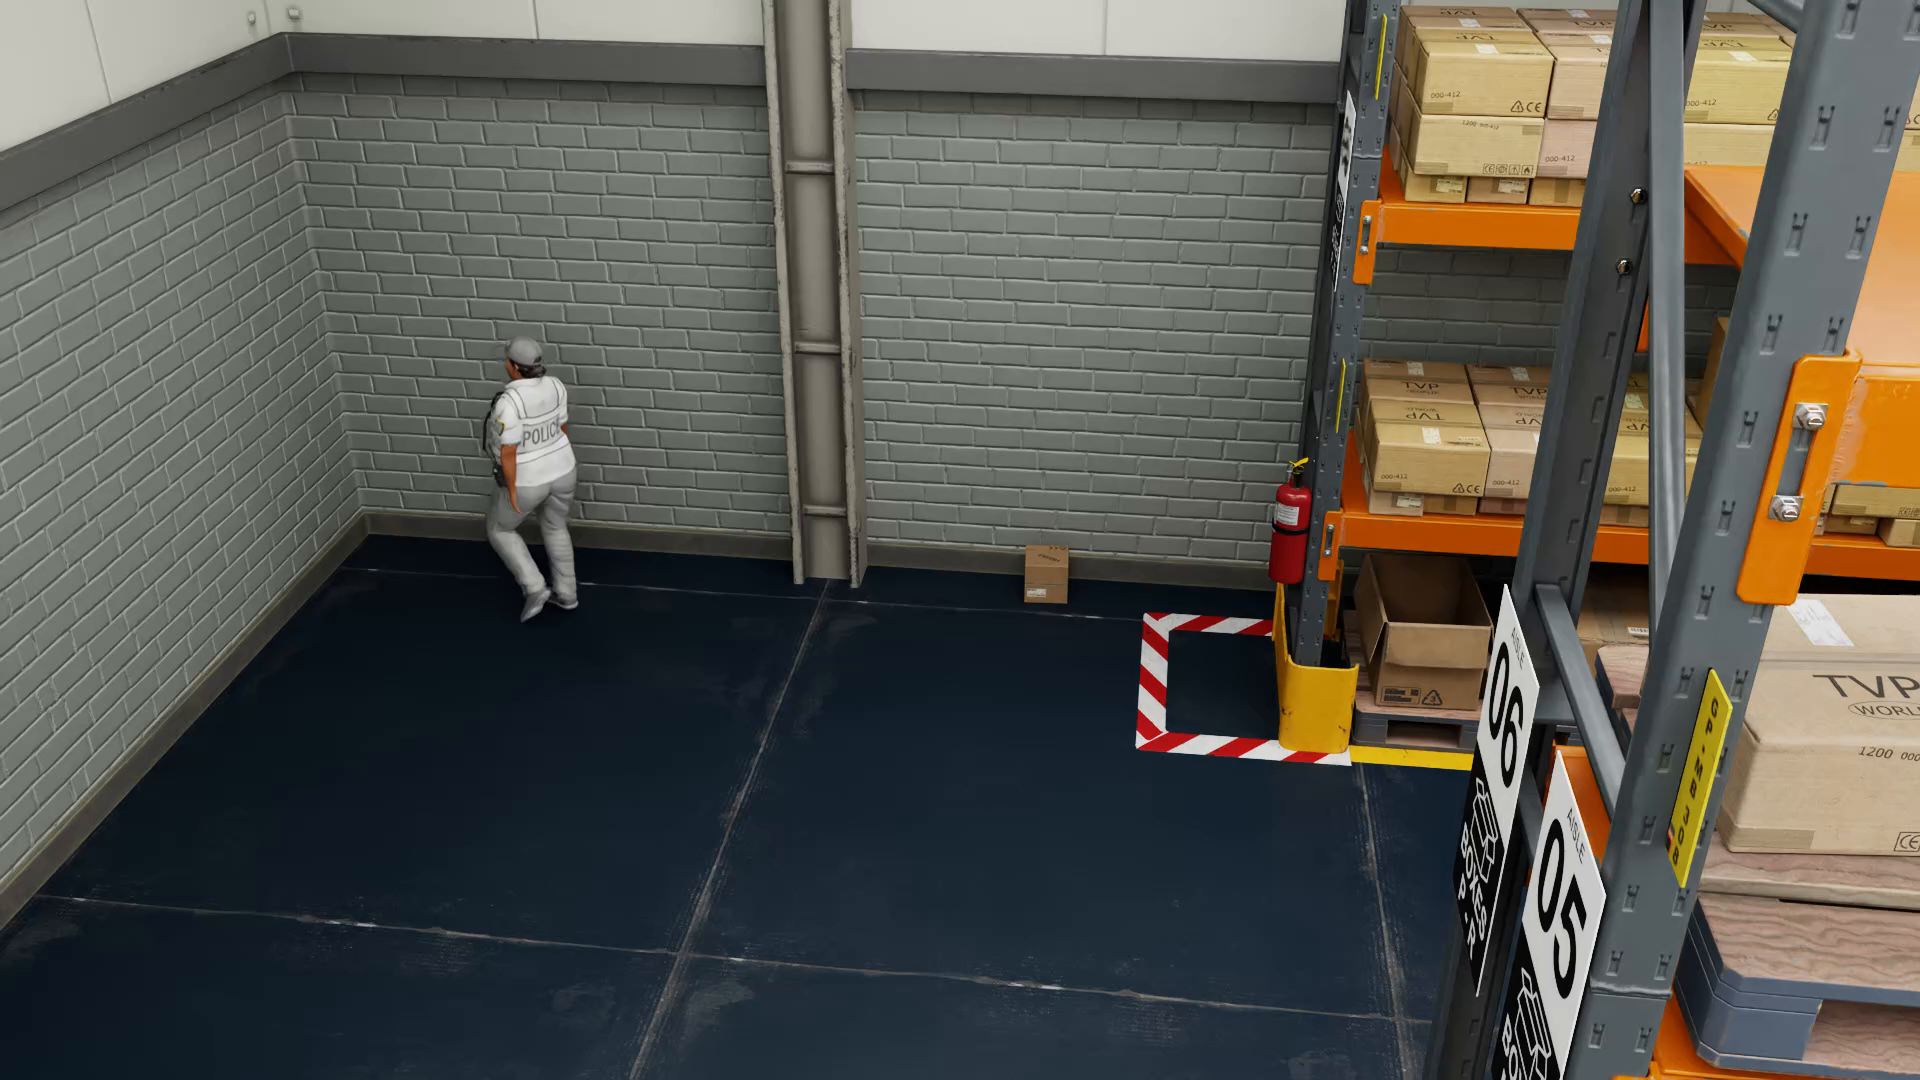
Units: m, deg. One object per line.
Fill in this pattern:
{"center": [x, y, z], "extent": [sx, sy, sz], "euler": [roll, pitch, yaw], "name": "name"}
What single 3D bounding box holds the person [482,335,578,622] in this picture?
{"center": [-2.385, -0.350, 9.249], "extent": [0.424, 1.686, 0.481], "euler": [23, 36, 35], "name": "person"}
